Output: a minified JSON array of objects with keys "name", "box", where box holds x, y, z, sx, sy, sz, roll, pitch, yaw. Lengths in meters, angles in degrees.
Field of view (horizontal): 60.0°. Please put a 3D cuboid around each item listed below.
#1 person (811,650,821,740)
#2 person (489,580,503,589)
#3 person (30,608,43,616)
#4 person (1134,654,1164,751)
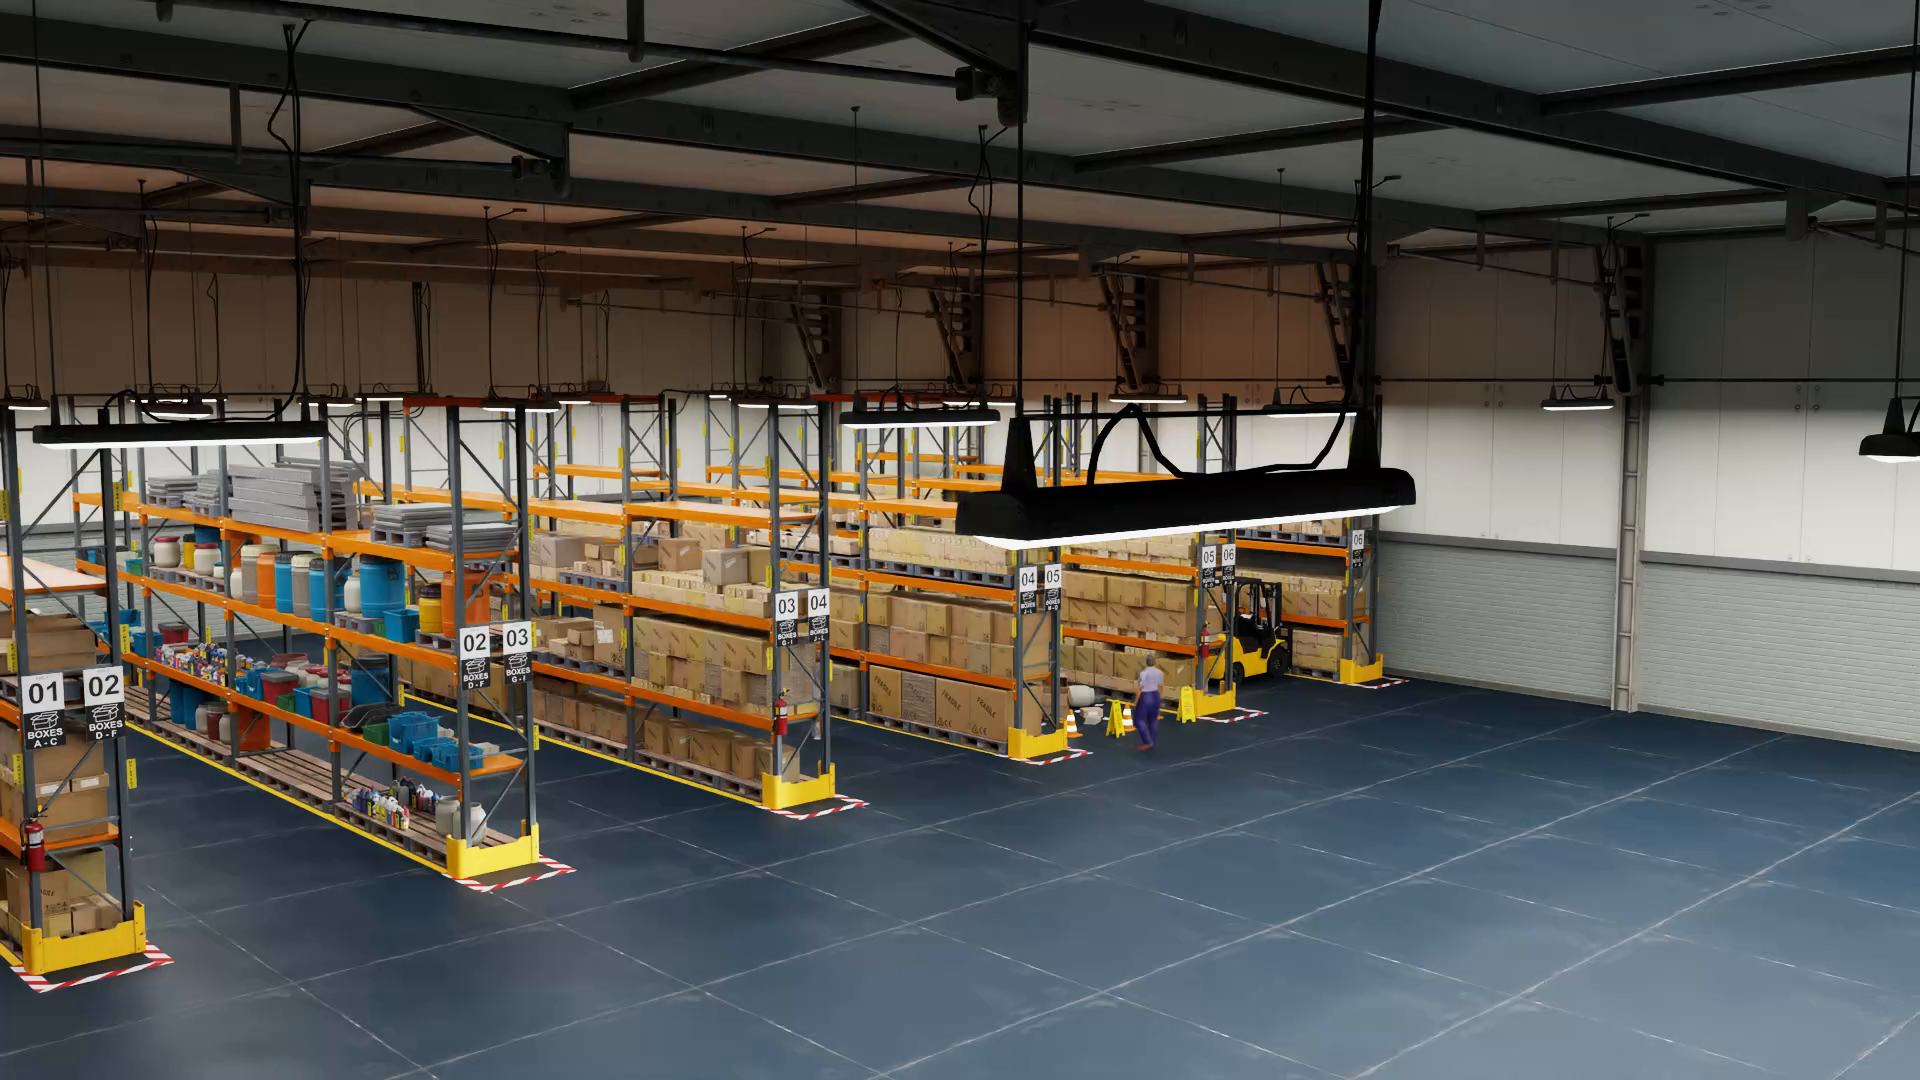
[{"name":"person","box":[-2.469,2.732,29.262,0.368,1.601,0.480,-3,6,-24]},{"name":"person","box":[-11.034,1.658,39.707,0.622,1.704,0.538,-4,7,-38]},{"name":"person","box":[-18.362,2.264,32.966,0.490,1.798,0.682,2,6,18]},{"name":"person","box":[3.220,2.769,28.396,0.531,1.656,0.436,-4,7,-37]}]
